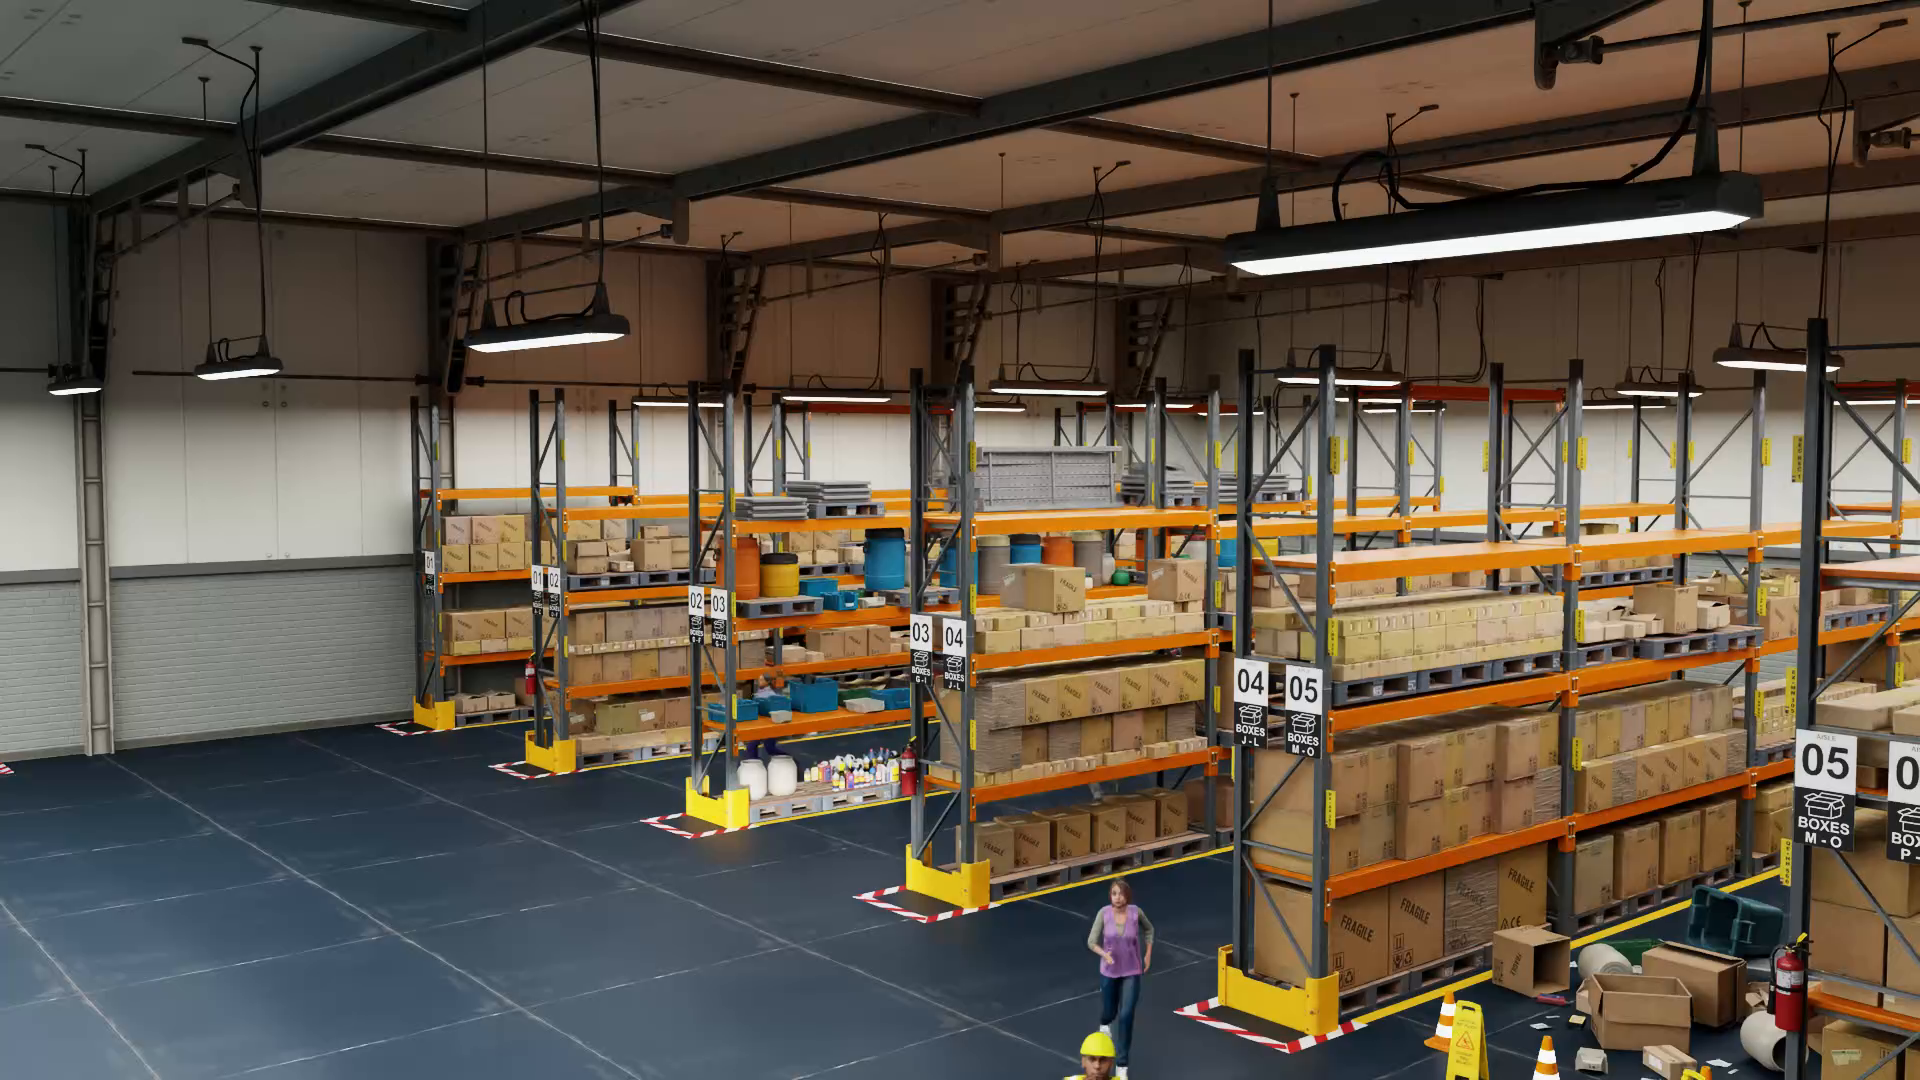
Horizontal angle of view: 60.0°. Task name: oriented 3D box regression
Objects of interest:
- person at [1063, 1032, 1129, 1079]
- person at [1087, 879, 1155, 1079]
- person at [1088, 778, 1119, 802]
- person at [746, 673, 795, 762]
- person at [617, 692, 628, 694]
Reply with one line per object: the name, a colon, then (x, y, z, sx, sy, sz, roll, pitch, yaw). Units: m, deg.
person: (0.792, 3.727, 9.704, 0.709, 1.729, 0.770, 0, 3, 7)
person: (1.318, 3.564, 13.685, 0.538, 1.601, 0.871, 0, 3, 6)
person: (1.938, 2.905, 23.595, 0.705, 1.748, 0.585, 3, 5, 43)
person: (-2.982, 2.837, 25.357, 0.914, 1.627, 0.613, -3, 4, -39)
person: (-5.830, 2.638, 29.019, 0.569, 1.625, 0.724, 3, 5, 44)
